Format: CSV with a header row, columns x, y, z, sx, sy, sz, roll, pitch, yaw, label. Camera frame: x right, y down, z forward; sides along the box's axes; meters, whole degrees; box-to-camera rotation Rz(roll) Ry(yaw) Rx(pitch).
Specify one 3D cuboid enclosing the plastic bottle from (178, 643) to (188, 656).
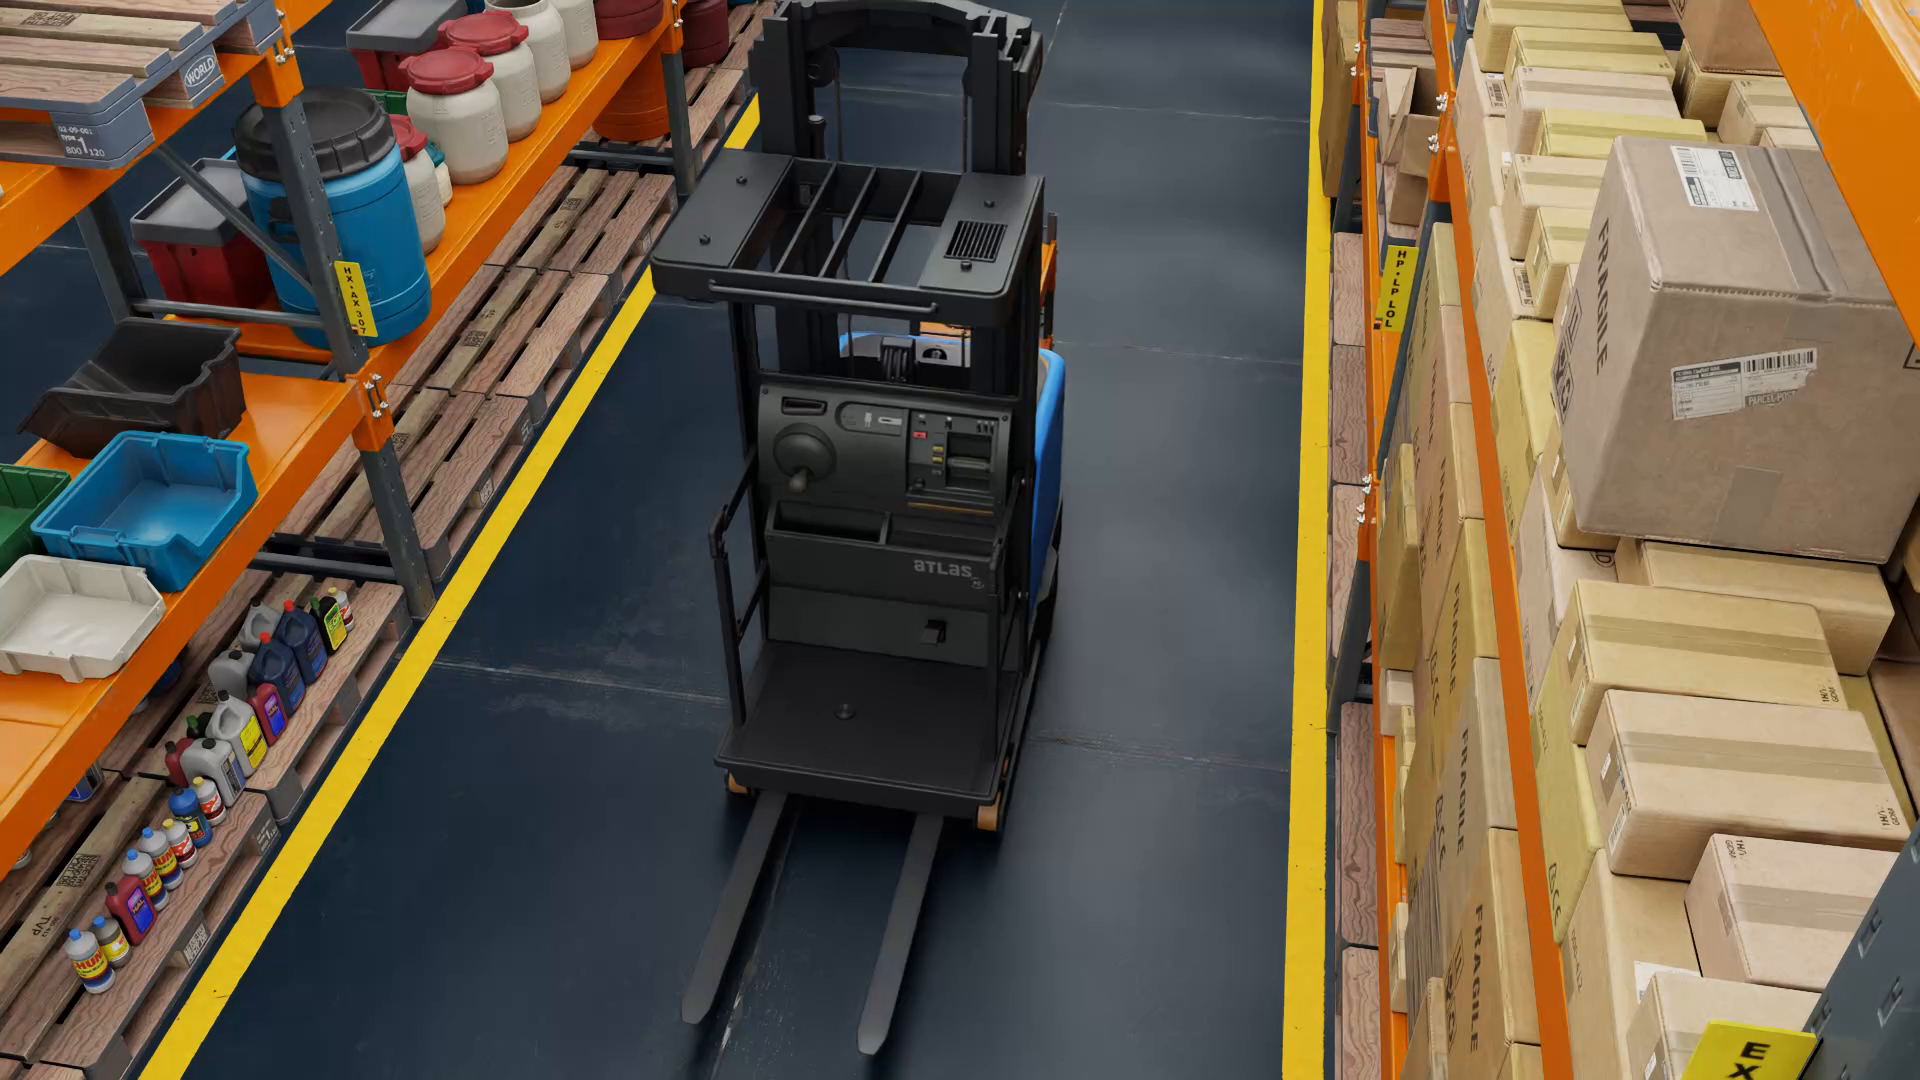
x,y,z,sx,sy,sz,roll,pitch,yaw,label
-3.273,0.361,6.843,0.061,0.283,0.133,6,40,8,plastic bottle

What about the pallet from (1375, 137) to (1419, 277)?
x,y,z,sx,sy,sz,roll,pitch,yaw,label
2.406,-1.529,7.493,1.003,0.211,1.213,6,40,8,pallet

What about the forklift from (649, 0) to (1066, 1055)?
x,y,z,sx,sy,sz,roll,pitch,yaw,label
-0.316,-0.257,5.857,1.130,2.935,3.031,7,40,8,forklift

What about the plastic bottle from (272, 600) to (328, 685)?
x,y,z,sx,sy,sz,roll,pitch,yaw,label
-2.690,0.402,6.740,0.144,0.351,0.185,5,40,6,plastic bottle

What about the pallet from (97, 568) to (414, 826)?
x,y,z,sx,sy,sz,roll,pitch,yaw,label
-3.019,0.606,6.948,1.003,0.211,1.213,6,40,8,pallet

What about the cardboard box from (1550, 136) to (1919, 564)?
x,y,z,sx,sy,sz,roll,pitch,yaw,label
1.343,-0.332,2.836,0.500,0.500,0.500,6,40,8,cardboard box

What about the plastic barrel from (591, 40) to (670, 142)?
x,y,z,sx,sy,sz,roll,pitch,yaw,label
-2.102,-3.030,10.531,0.600,0.830,0.708,6,40,8,plastic barrel

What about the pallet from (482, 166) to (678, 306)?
x,y,z,sx,sy,sz,roll,pitch,yaw,label
-2.342,-1.839,9.906,1.003,0.211,1.213,6,40,8,pallet

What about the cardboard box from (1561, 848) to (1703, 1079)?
x,y,z,sx,sy,sz,roll,pitch,yaw,label
1.157,0.742,2.359,0.500,0.250,0.500,7,40,9,cardboard box

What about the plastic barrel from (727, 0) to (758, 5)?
x,y,z,sx,sy,sz,roll,pitch,yaw,label
-1.711,-4.475,12.223,0.600,0.901,0.708,6,40,8,plastic barrel

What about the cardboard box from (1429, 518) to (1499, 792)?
x,y,z,sx,sy,sz,roll,pitch,yaw,label
1.440,0.319,4.010,0.500,0.500,0.500,6,40,8,cardboard box

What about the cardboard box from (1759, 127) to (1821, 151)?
x,y,z,sx,sy,sz,roll,pitch,yaw,label
2.128,-0.855,3.977,0.380,0.149,0.250,5,40,6,cardboard box

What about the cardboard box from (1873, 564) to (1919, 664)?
x,y,z,sx,sy,sz,roll,pitch,yaw,label
1.835,0.164,3.058,0.500,0.250,0.500,6,40,8,cardboard box

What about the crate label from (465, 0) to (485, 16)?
x,y,z,sx,sy,sz,roll,pitch,yaw,label
-2.608,-2.816,8.871,0.502,0.435,0.616,6,40,8,crate label

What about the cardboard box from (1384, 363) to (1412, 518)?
x,y,z,sx,sy,sz,roll,pitch,yaw,label
1.877,-0.217,5.443,0.875,0.500,0.500,6,40,8,cardboard box

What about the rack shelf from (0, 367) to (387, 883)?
x,y,z,sx,sy,sz,roll,pitch,yaw,label
-3.208,0.647,5.275,1.077,0.370,4.000,6,40,8,rack shelf

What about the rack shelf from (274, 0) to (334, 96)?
x,y,z,sx,sy,sz,roll,pitch,yaw,label
-2.516,-3.020,7.355,1.077,0.370,4.000,6,40,8,rack shelf

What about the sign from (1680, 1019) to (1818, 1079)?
x,y,z,sx,sy,sz,roll,pitch,yaw,label
0.781,0.600,1.718,0.100,0.325,0.005,6,40,8,sign

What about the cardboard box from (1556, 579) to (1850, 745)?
x,y,z,sx,sy,sz,roll,pitch,yaw,label
1.185,0.216,2.682,0.380,0.149,0.250,7,40,8,cardboard box

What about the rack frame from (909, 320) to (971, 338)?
x,y,z,sx,sy,sz,roll,pitch,yaw,label
0.027,-0.521,7.594,0.500,1.125,0.032,7,40,8,rack frame

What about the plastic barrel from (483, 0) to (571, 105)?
x,y,z,sx,sy,sz,roll,pitch,yaw,label
-2.210,-2.505,8.435,0.421,0.512,0.421,0,40,0,plastic barrel

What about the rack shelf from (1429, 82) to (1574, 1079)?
x,y,z,sx,sy,sz,roll,pitch,yaw,label
1.670,0.037,3.659,1.077,0.370,4.000,6,40,8,rack shelf

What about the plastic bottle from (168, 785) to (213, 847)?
x,y,z,sx,sy,sz,roll,pitch,yaw,label
-2.822,0.998,6.081,0.097,0.271,0.097,0,40,0,plastic bottle

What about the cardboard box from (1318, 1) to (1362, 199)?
x,y,z,sx,sy,sz,roll,pitch,yaw,label
2.848,-2.624,10.004,1.225,0.875,0.875,5,40,6,cardboard box

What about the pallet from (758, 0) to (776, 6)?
x,y,z,sx,sy,sz,roll,pitch,yaw,label
-1.652,-4.352,12.945,1.003,0.211,1.213,6,40,8,pallet

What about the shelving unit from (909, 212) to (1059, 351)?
x,y,z,sx,sy,sz,roll,pitch,yaw,label
0.123,-0.839,7.979,0.538,1.125,1.048,7,40,8,shelving unit

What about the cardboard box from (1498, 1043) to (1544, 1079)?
x,y,z,sx,sy,sz,roll,pitch,yaw,label
1.176,1.260,2.872,0.500,0.500,0.500,6,40,8,cardboard box

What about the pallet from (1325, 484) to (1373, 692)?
x,y,z,sx,sy,sz,roll,pitch,yaw,label
2.149,0.247,7.383,1.003,0.211,1.213,6,40,8,pallet

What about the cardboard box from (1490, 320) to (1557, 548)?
x,y,z,sx,sy,sz,roll,pitch,yaw,label
1.420,-0.208,3.509,0.500,0.250,0.500,6,40,7,cardboard box

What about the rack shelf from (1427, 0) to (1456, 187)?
x,y,z,sx,sy,sz,roll,pitch,yaw,label
2.362,-2.473,6.695,1.077,0.370,4.000,6,40,8,rack shelf

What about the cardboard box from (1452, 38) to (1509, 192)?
x,y,z,sx,sy,sz,roll,pitch,yaw,label
1.686,-1.183,4.688,0.500,0.250,0.500,5,40,6,cardboard box

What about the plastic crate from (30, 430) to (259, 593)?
x,y,z,sx,sy,sz,roll,pitch,yaw,label
-2.786,-0.104,5.735,0.499,0.251,0.616,6,40,8,plastic crate

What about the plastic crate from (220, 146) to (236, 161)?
x,y,z,sx,sy,sz,roll,pitch,yaw,label
-2.978,-1.606,7.448,0.392,0.384,0.575,6,40,8,plastic crate

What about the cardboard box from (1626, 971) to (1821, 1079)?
x,y,z,sx,sy,sz,roll,pitch,yaw,label
1.065,0.710,2.084,0.380,0.149,0.250,6,40,8,cardboard box

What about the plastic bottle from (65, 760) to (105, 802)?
x,y,z,sx,sy,sz,roll,pitch,yaw,label
-3.366,0.841,6.268,0.152,0.276,0.135,6,40,8,plastic bottle

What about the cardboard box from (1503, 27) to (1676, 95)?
x,y,z,sx,sy,sz,roll,pitch,yaw,label
1.677,-1.247,4.451,0.380,0.149,0.250,5,40,5,cardboard box

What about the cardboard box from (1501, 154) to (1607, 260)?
x,y,z,sx,sy,sz,roll,pitch,yaw,label
1.478,-0.763,3.866,0.380,0.149,0.250,6,40,7,cardboard box

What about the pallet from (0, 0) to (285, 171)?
x,y,z,sx,sy,sz,roll,pitch,yaw,label
-2.891,-1.505,5.108,1.213,0.211,1.003,6,40,8,pallet

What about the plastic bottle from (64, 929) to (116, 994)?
x,y,z,sx,sy,sz,roll,pitch,yaw,label
-2.934,1.403,5.591,0.097,0.271,0.097,0,40,0,plastic bottle

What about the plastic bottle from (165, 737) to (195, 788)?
x,y,z,sx,sy,sz,roll,pitch,yaw,label
-2.916,0.841,6.262,0.061,0.283,0.133,6,40,8,plastic bottle

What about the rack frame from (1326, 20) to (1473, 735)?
x,y,z,sx,sy,sz,roll,pitch,yaw,label
2.016,-0.339,5.903,1.000,3.000,0.127,6,40,8,rack frame

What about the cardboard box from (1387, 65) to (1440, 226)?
x,y,z,sx,sy,sz,roll,pitch,yaw,label
2.225,-1.639,7.065,0.797,0.503,0.637,10,41,12,cardboard box

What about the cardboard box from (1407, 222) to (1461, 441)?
x,y,z,sx,sy,sz,roll,pitch,yaw,label
1.688,-0.624,5.150,0.500,0.500,0.500,6,40,8,cardboard box

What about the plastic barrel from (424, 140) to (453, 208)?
x,y,z,sx,sy,sz,roll,pitch,yaw,label
-2.482,-1.646,7.592,0.301,0.262,0.301,0,40,0,plastic barrel

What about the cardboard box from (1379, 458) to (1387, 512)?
x,y,z,sx,sy,sz,roll,pitch,yaw,label
1.683,-0.141,5.860,0.380,0.149,0.250,6,40,8,cardboard box

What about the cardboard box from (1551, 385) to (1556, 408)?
x,y,z,sx,sy,sz,roll,pitch,yaw,label
1.390,-0.272,3.273,0.380,0.149,0.250,4,40,5,cardboard box

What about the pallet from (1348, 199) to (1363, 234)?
x,y,z,sx,sy,sz,roll,pitch,yaw,label
2.919,-2.262,10.417,1.003,0.211,1.213,6,40,8,pallet

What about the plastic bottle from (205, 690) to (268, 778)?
x,y,z,sx,sy,sz,roll,pitch,yaw,label
-2.779,0.725,6.350,0.144,0.351,0.185,6,40,7,plastic bottle

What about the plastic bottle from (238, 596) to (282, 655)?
x,y,z,sx,sy,sz,roll,pitch,yaw,label
-2.832,0.386,6.760,0.144,0.351,0.185,6,40,8,plastic bottle

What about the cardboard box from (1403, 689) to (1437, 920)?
x,y,z,sx,sy,sz,roll,pitch,yaw,label
1.642,0.727,4.301,0.875,0.500,0.500,6,40,8,cardboard box

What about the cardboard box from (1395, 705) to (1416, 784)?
x,y,z,sx,sy,sz,roll,pitch,yaw,label
1.491,0.646,4.908,0.380,0.149,0.250,6,40,8,cardboard box

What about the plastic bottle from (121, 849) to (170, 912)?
x,y,z,sx,sy,sz,roll,pitch,yaw,label
-2.874,1.188,5.852,0.097,0.271,0.097,0,40,0,plastic bottle
